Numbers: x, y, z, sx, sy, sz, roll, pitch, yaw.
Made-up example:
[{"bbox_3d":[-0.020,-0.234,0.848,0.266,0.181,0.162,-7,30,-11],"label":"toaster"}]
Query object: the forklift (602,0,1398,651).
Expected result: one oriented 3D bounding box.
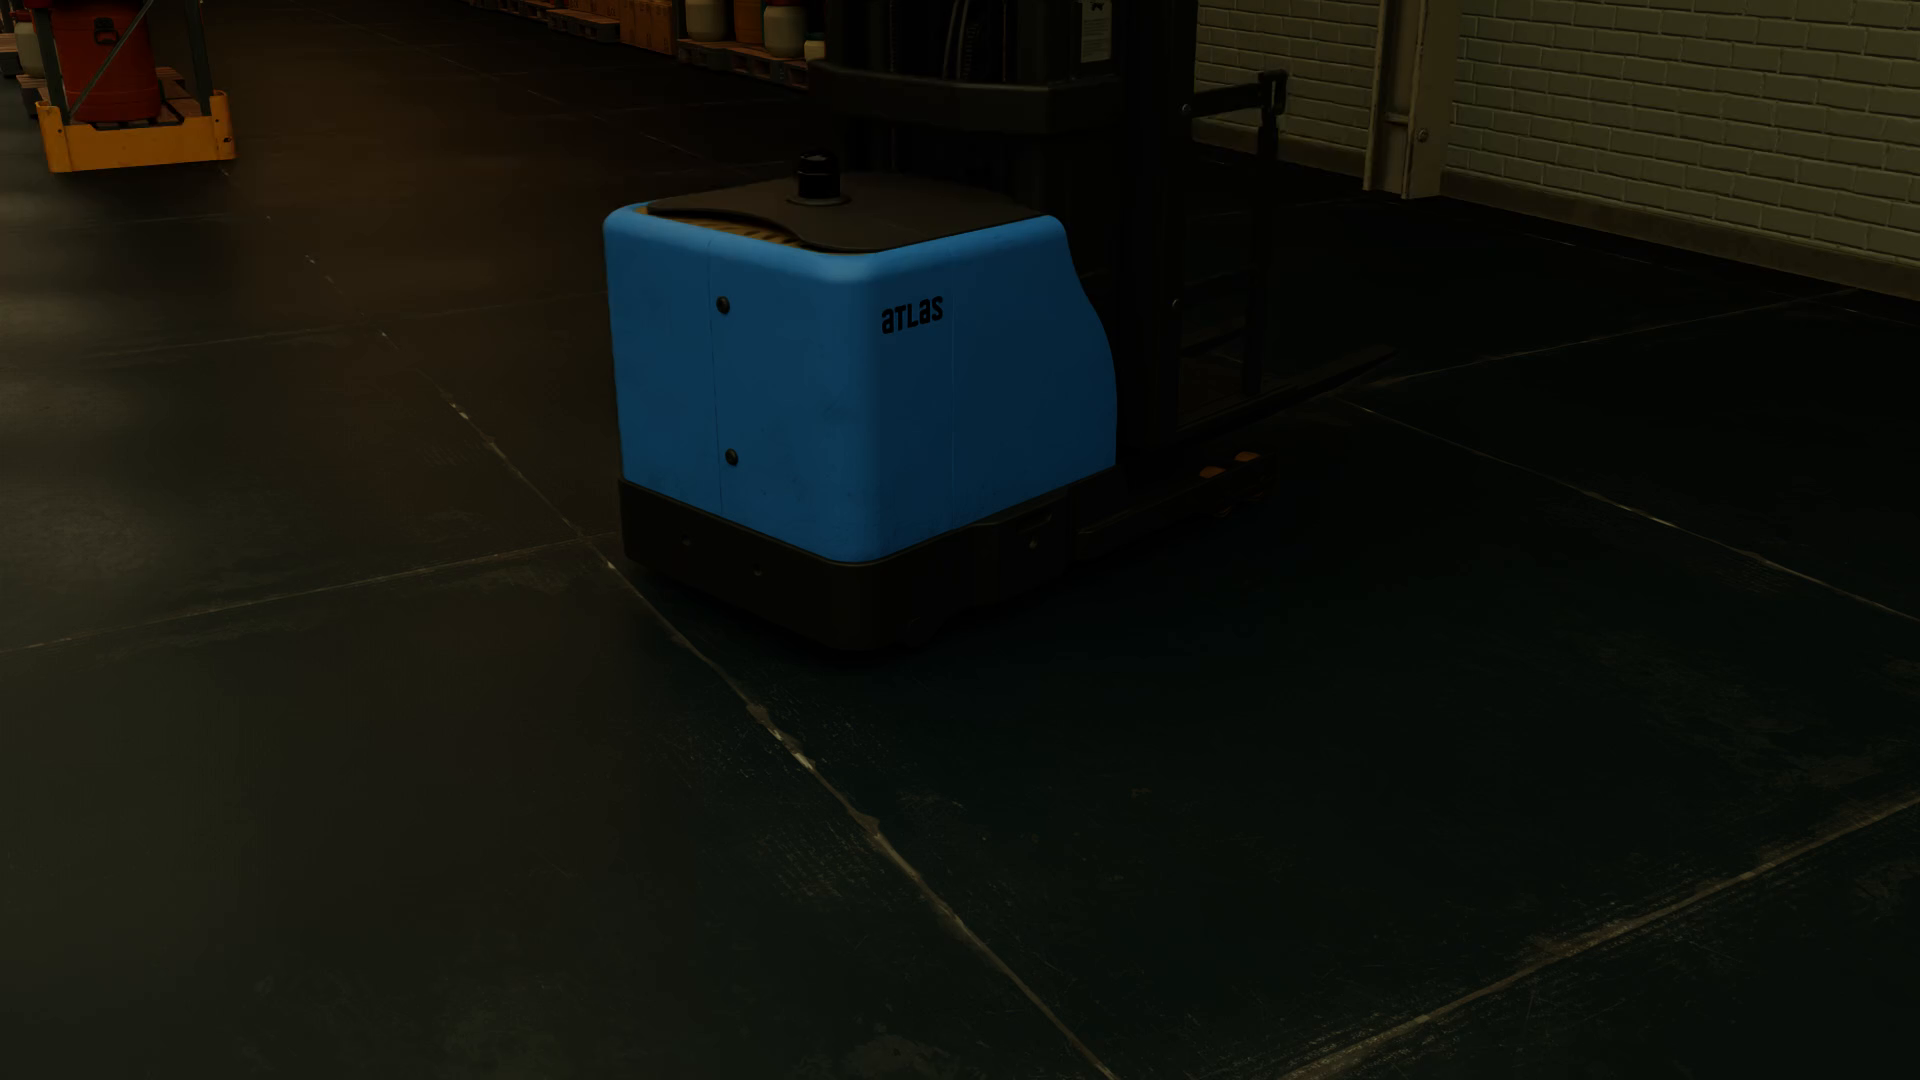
[{"bbox_3d":[0.388,-1.543,5.034,1.130,2.935,3.031,20,29,39],"label":"forklift"}]
